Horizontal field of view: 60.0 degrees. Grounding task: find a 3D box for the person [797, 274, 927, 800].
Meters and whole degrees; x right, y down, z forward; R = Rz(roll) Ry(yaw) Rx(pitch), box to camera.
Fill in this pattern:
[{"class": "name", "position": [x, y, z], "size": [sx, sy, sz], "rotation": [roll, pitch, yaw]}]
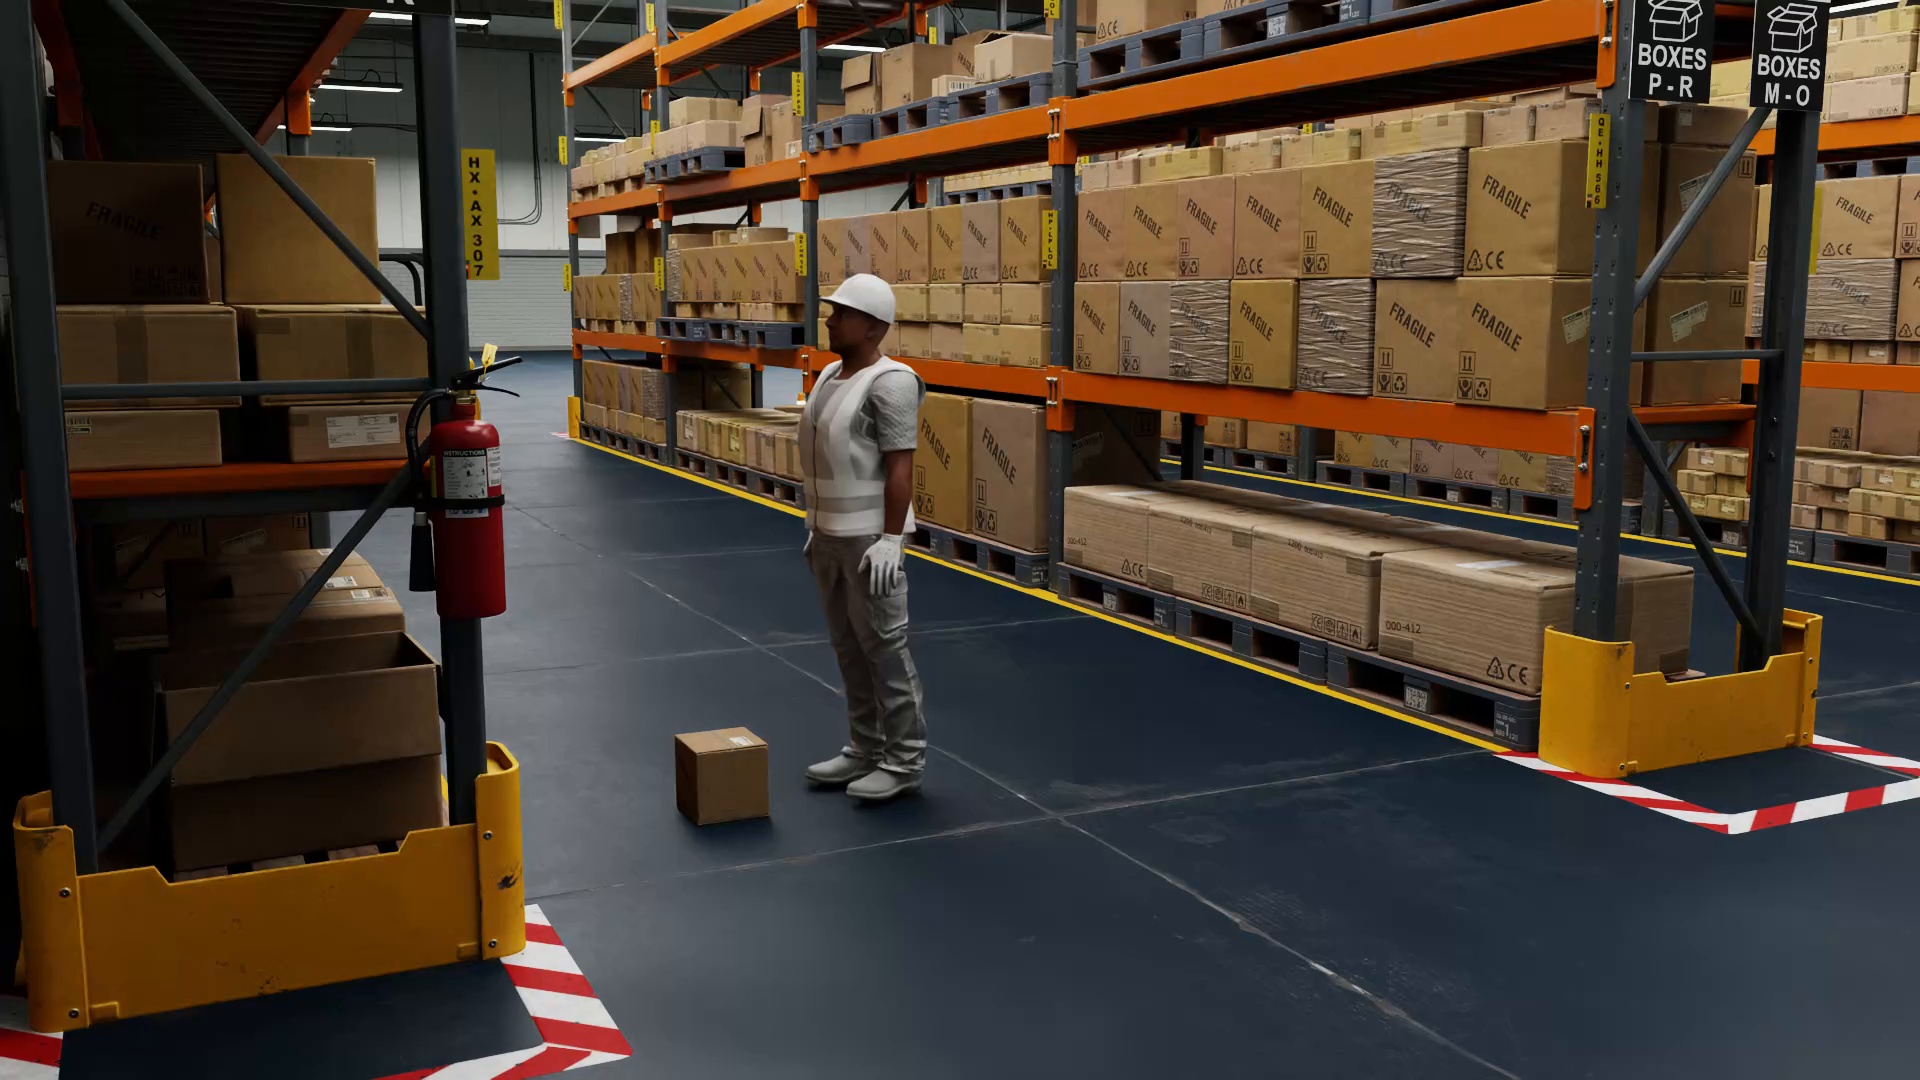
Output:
[{"class": "person", "position": [-0.350, -0.016, 5.730], "size": [0.357, 1.782, 0.562], "rotation": [-5, 10, -31]}]
